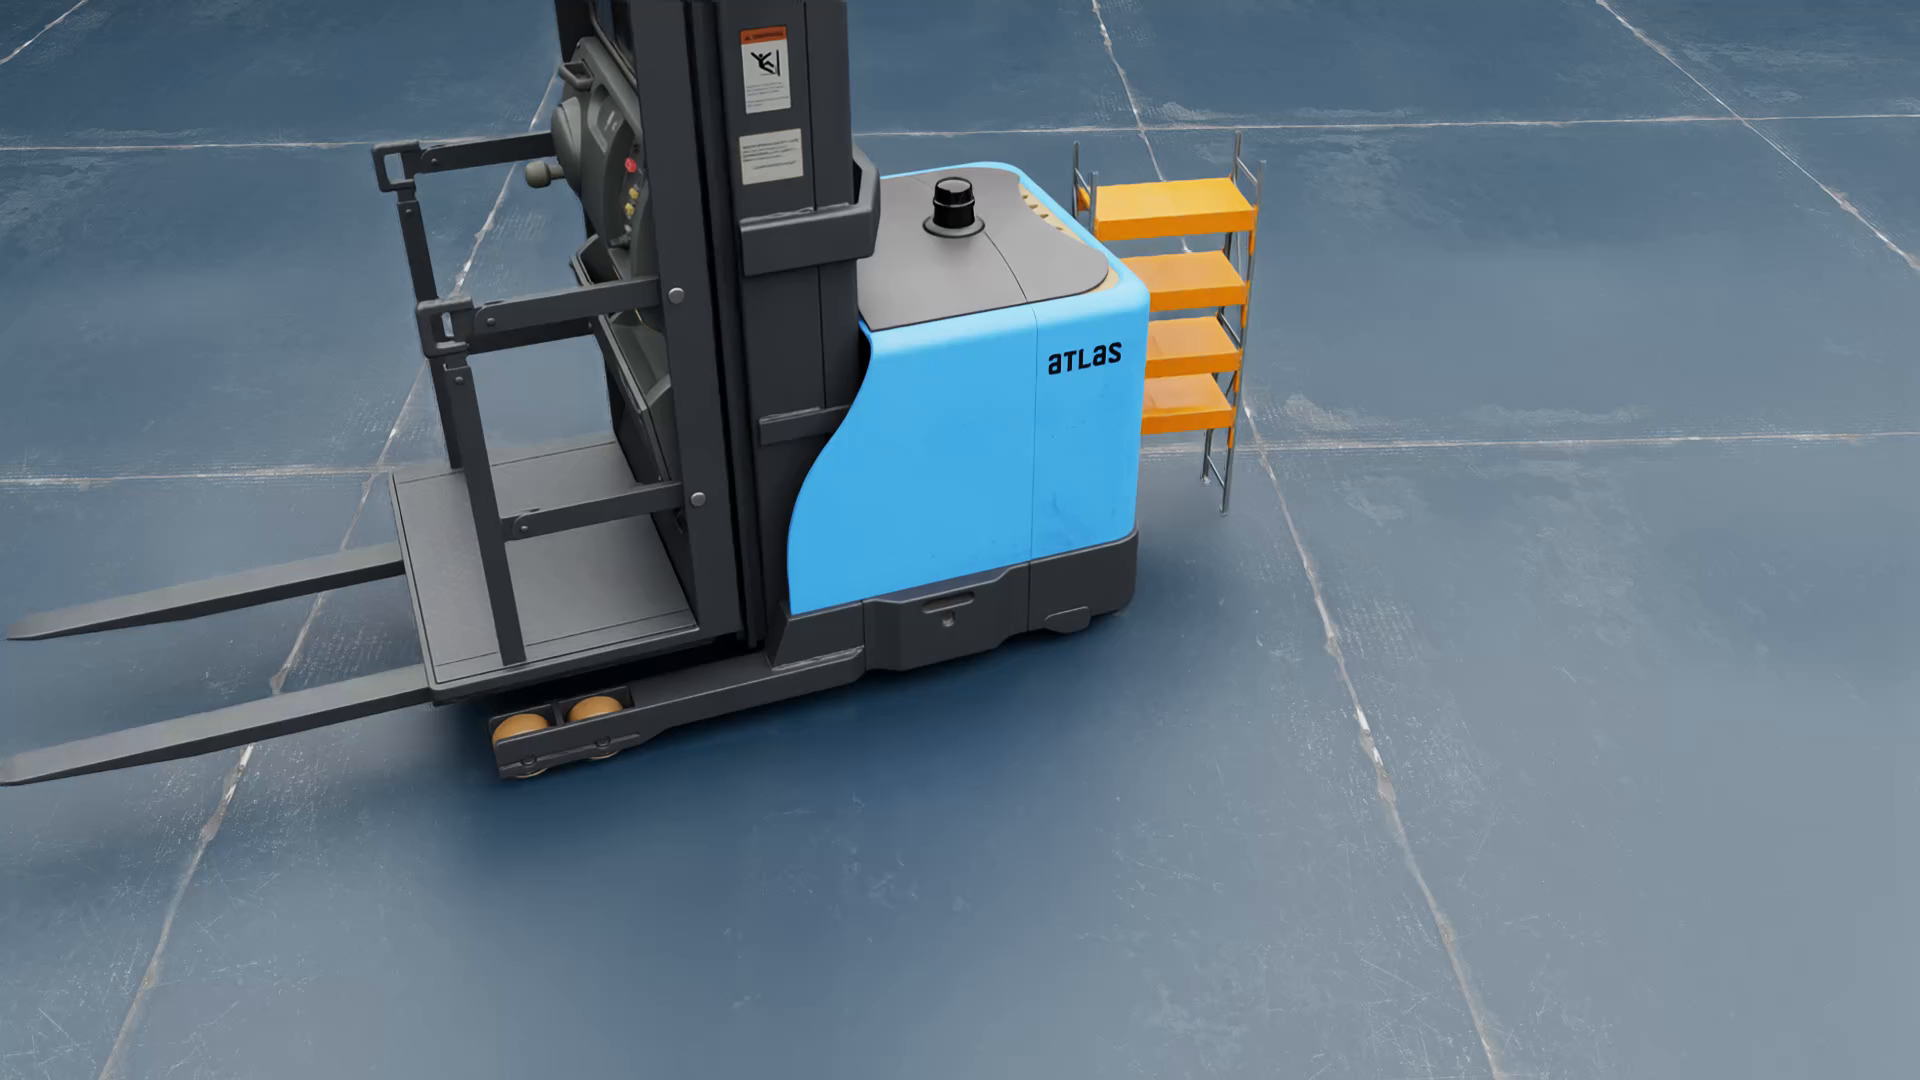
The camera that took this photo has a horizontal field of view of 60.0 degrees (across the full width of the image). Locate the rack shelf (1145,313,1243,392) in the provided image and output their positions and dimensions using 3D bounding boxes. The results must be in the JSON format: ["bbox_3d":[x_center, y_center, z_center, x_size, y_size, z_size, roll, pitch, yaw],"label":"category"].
[{"bbox_3d":[0.595,-0.559,5.122,0.480,0.148,0.258,-6,35,-8],"label":"rack shelf"}]

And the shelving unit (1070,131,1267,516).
[{"bbox_3d":[0.595,-0.615,5.084,0.503,1.200,0.258,-6,35,-8],"label":"shelving unit"}]

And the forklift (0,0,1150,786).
[{"bbox_3d":[-1.056,-0.925,4.011,3.031,2.935,1.130,-13,37,-18],"label":"forklift"}]

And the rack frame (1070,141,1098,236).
[{"bbox_3d":[0.355,-0.591,5.049,0.015,1.200,0.240,-6,35,-8],"label":"rack frame"}]

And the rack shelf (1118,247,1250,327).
[{"bbox_3d":[0.595,-0.743,4.995,0.480,0.148,0.258,-6,35,-8],"label":"rack shelf"}]

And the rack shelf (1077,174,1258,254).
[{"bbox_3d":[0.595,-0.938,4.860,0.480,0.148,0.258,-6,35,-8],"label":"rack shelf"}]

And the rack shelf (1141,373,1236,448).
[{"bbox_3d":[0.595,-0.396,5.235,0.480,0.148,0.258,-6,35,-8],"label":"rack shelf"}]

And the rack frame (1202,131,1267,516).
[{"bbox_3d":[0.835,-0.639,5.118,0.015,1.200,0.240,-6,35,-8],"label":"rack frame"}]
